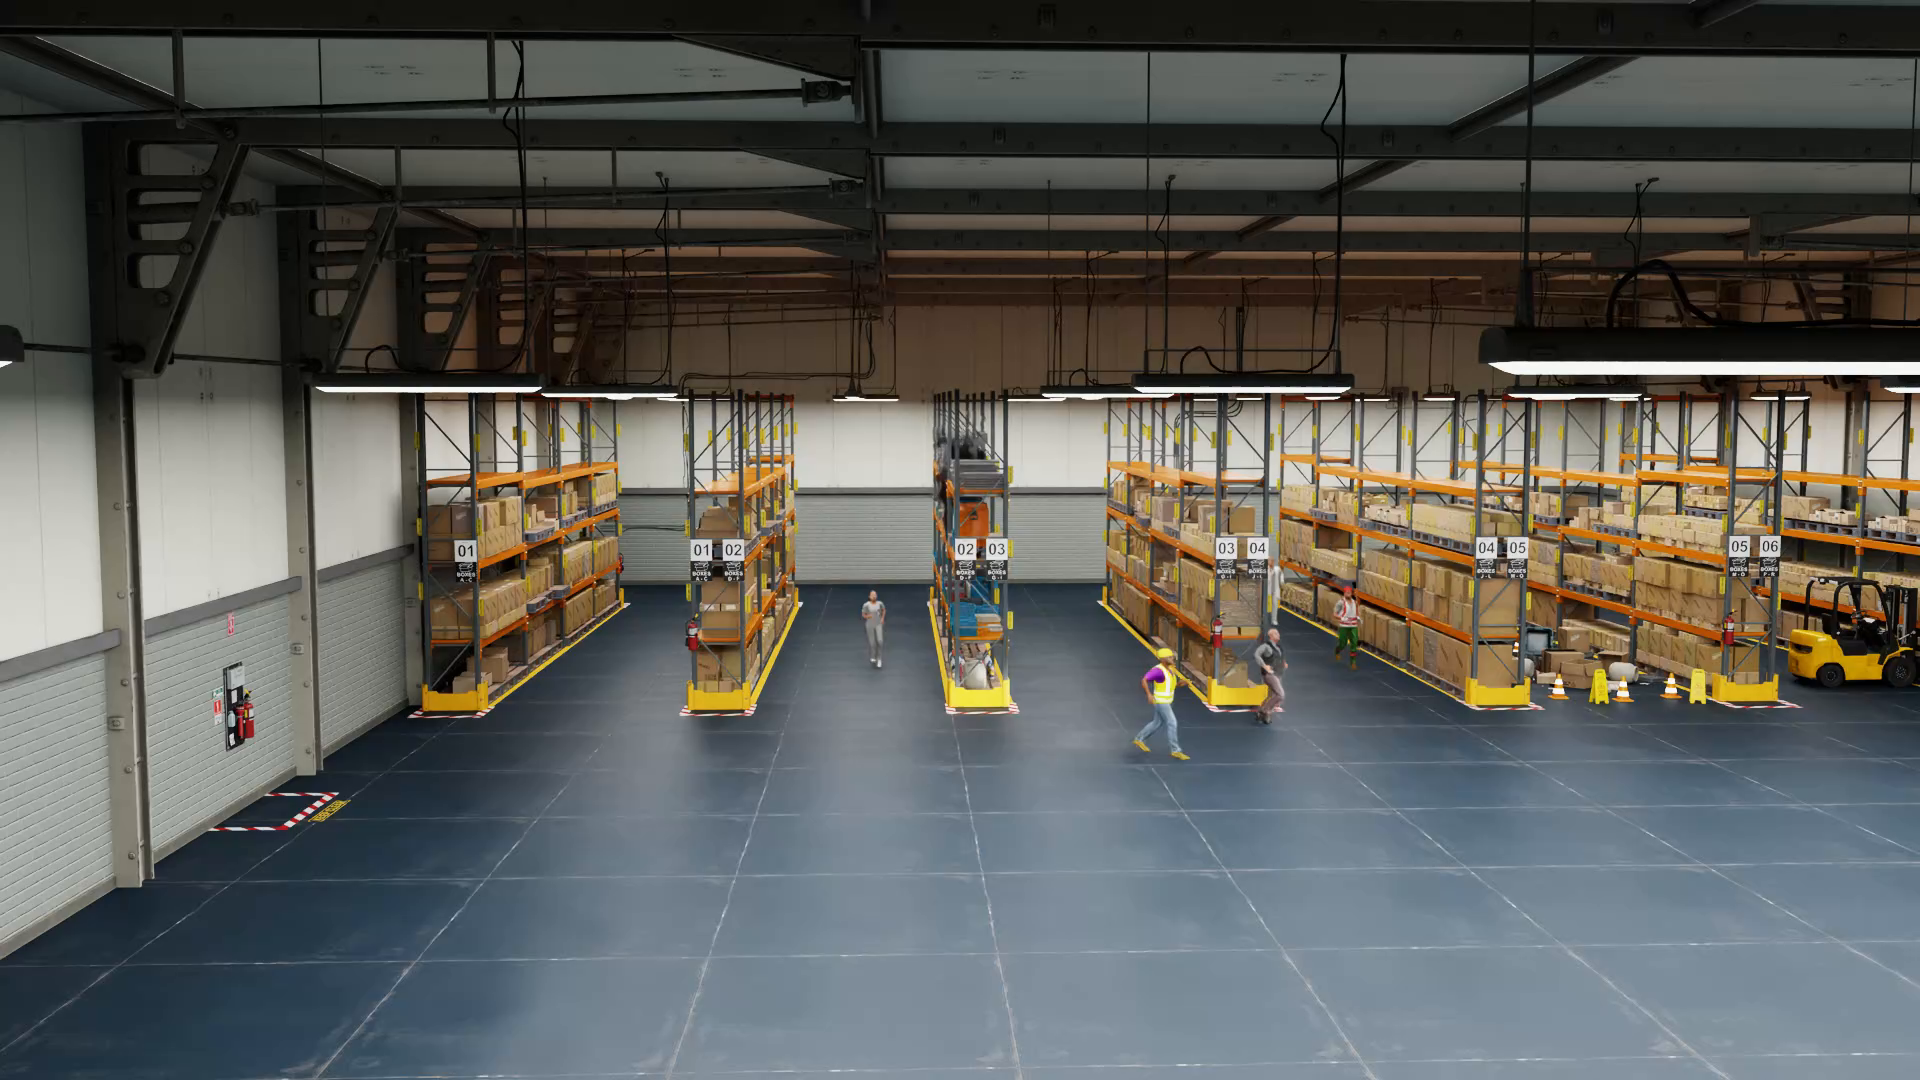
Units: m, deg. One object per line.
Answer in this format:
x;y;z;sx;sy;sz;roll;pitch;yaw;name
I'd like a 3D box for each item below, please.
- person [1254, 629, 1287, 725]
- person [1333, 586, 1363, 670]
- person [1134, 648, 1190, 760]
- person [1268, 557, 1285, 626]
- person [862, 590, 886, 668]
5.605;2.445;29.806;0.595;1.706;0.688;3;6;37;person
8.411;1.883;36.084;0.664;1.773;0.964;-1;5;-13;person
3.261;2.622;26.830;0.963;1.775;0.689;2;5;21;person
8.111;1.310;43.268;0.724;1.742;1.079;0;5;-1;person
-1.876;1.936;36.338;0.542;1.710;0.731;-1;5;-8;person
